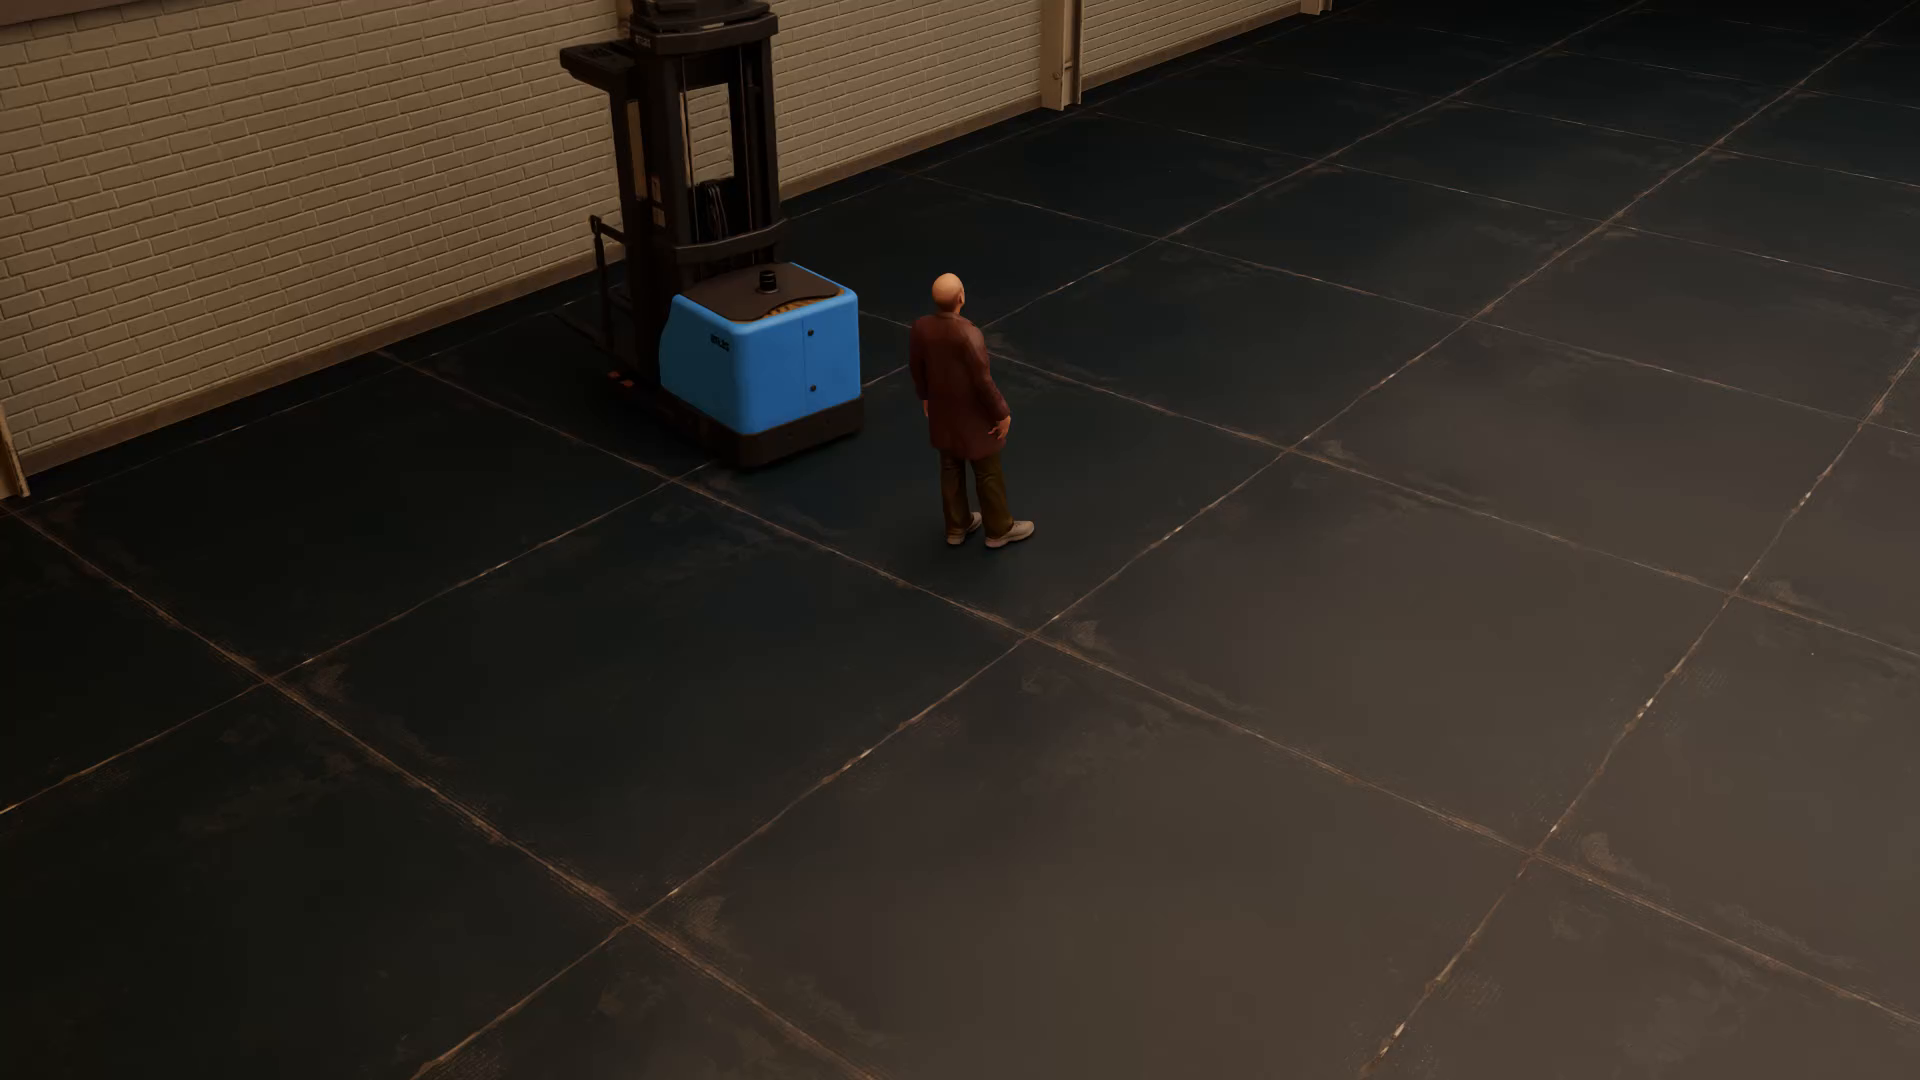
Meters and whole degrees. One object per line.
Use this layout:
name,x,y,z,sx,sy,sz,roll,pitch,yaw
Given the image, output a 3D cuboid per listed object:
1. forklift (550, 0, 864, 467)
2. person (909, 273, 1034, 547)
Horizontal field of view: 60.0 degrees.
forklift,-2.014,-2.423,11.742,1.130,2.935,3.031,-23,38,-34
person,0.061,-0.809,10.107,0.698,1.778,0.579,22,37,33
